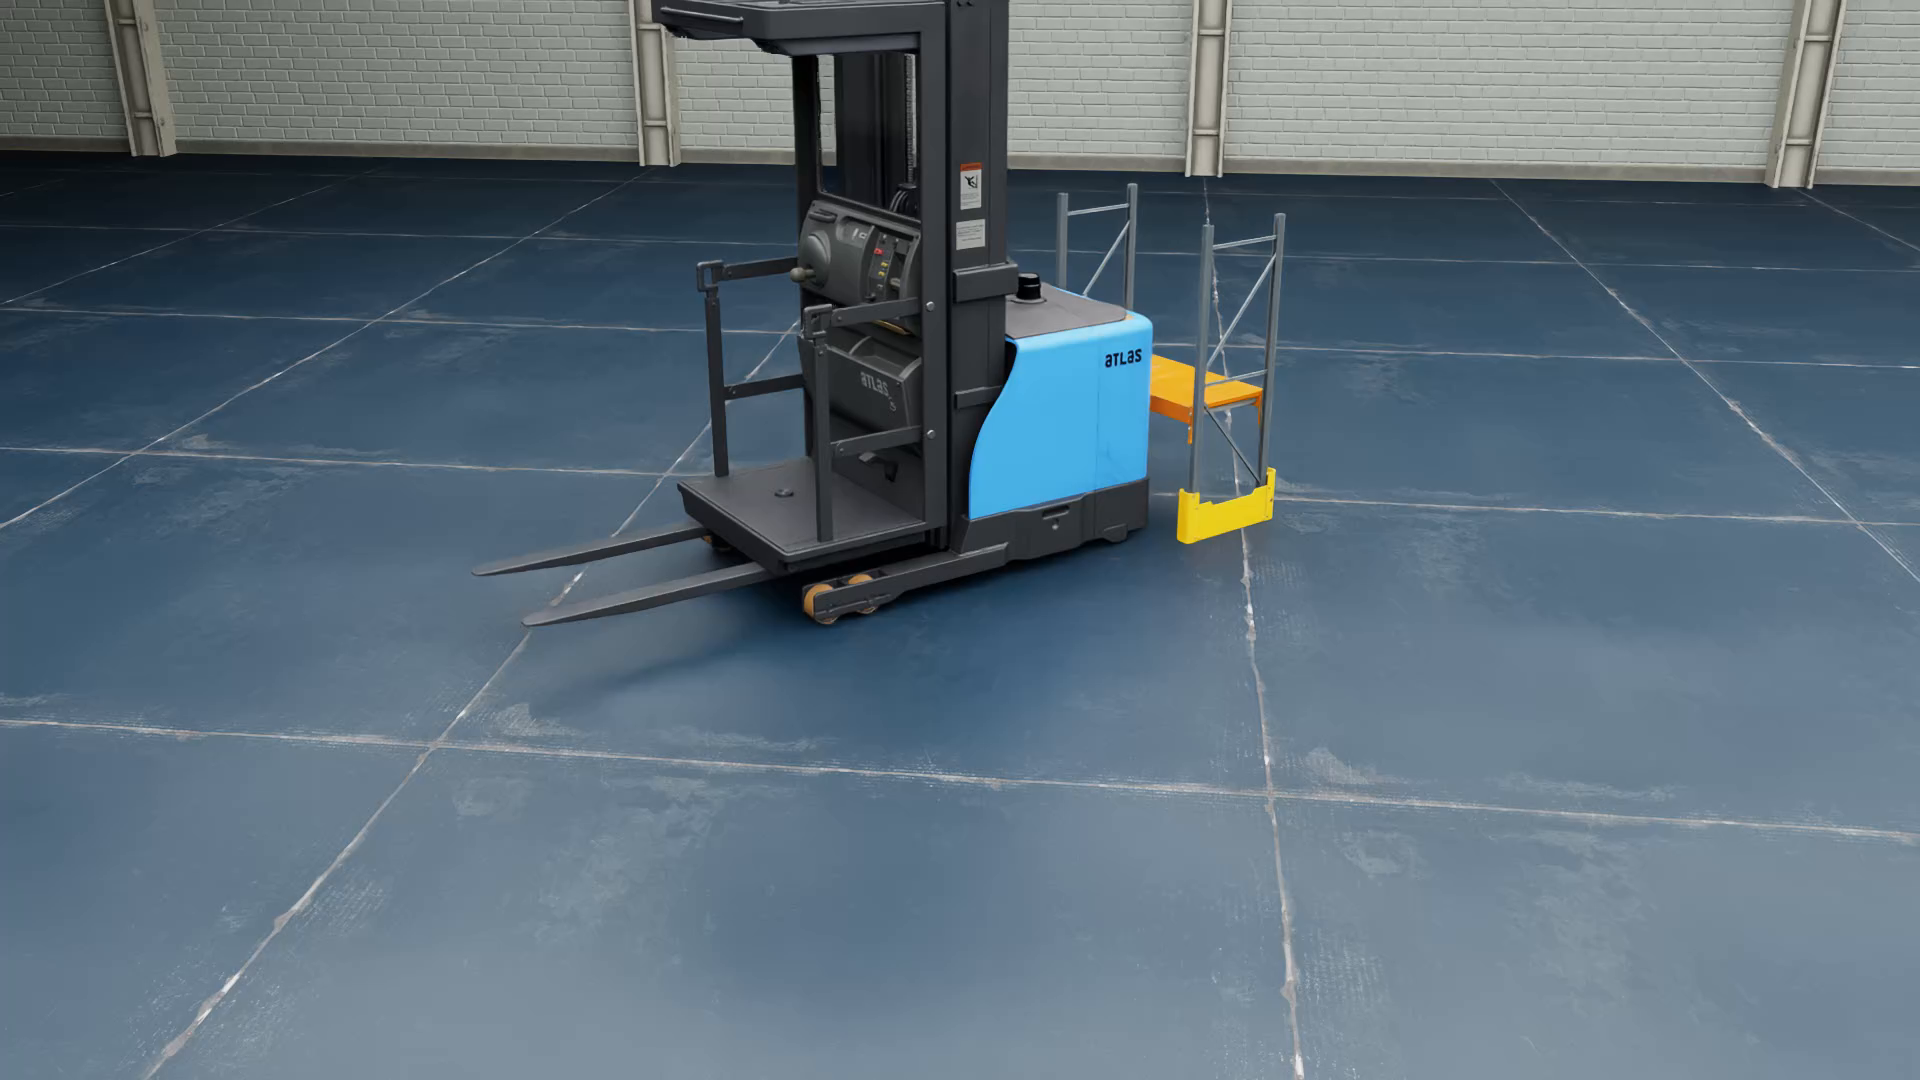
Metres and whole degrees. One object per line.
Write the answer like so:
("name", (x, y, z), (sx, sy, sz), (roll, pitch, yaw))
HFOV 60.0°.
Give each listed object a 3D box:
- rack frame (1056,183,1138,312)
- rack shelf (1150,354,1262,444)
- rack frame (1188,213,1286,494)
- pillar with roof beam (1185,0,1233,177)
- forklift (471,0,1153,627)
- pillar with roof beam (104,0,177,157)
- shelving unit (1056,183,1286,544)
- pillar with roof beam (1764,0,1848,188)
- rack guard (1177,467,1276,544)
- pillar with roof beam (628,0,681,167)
("rack frame", (0.689, -1.055, 8.568), (0.500, 1.500, 0.032), (-15, 26, -33))
("rack shelf", (0.989, -0.737, 8.253), (0.538, 0.185, 1.000), (-15, 26, -33))
("rack frame", (1.290, -0.753, 7.805), (0.500, 1.500, 0.032), (-15, 26, -33))
("pillar with roof beam", (2.113, -6.548, 12.263), (0.400, 9.000, 9.100), (2, 22, 6))
("forklift", (-0.613, -1.229, 7.062), (3.031, 2.935, 1.130), (-14, 25, -31))
("pillar with roof beam", (-9.803, -7.067, 13.576), (0.400, 9.000, 9.100), (2, 22, 6))
("shelving unit", (0.995, -0.901, 8.180), (0.587, 1.500, 1.083), (-15, 26, -33))
("pillar with roof beam", (8.072, -6.288, 11.606), (0.400, 9.000, 9.100), (2, 22, 6))
("rack guard", (1.289, -0.172, 8.036), (0.587, 0.250, 0.087), (-15, 26, -33))
("pillar with roof beam", (-3.845, -6.808, 12.919), (0.400, 9.000, 9.100), (2, 22, 6))
